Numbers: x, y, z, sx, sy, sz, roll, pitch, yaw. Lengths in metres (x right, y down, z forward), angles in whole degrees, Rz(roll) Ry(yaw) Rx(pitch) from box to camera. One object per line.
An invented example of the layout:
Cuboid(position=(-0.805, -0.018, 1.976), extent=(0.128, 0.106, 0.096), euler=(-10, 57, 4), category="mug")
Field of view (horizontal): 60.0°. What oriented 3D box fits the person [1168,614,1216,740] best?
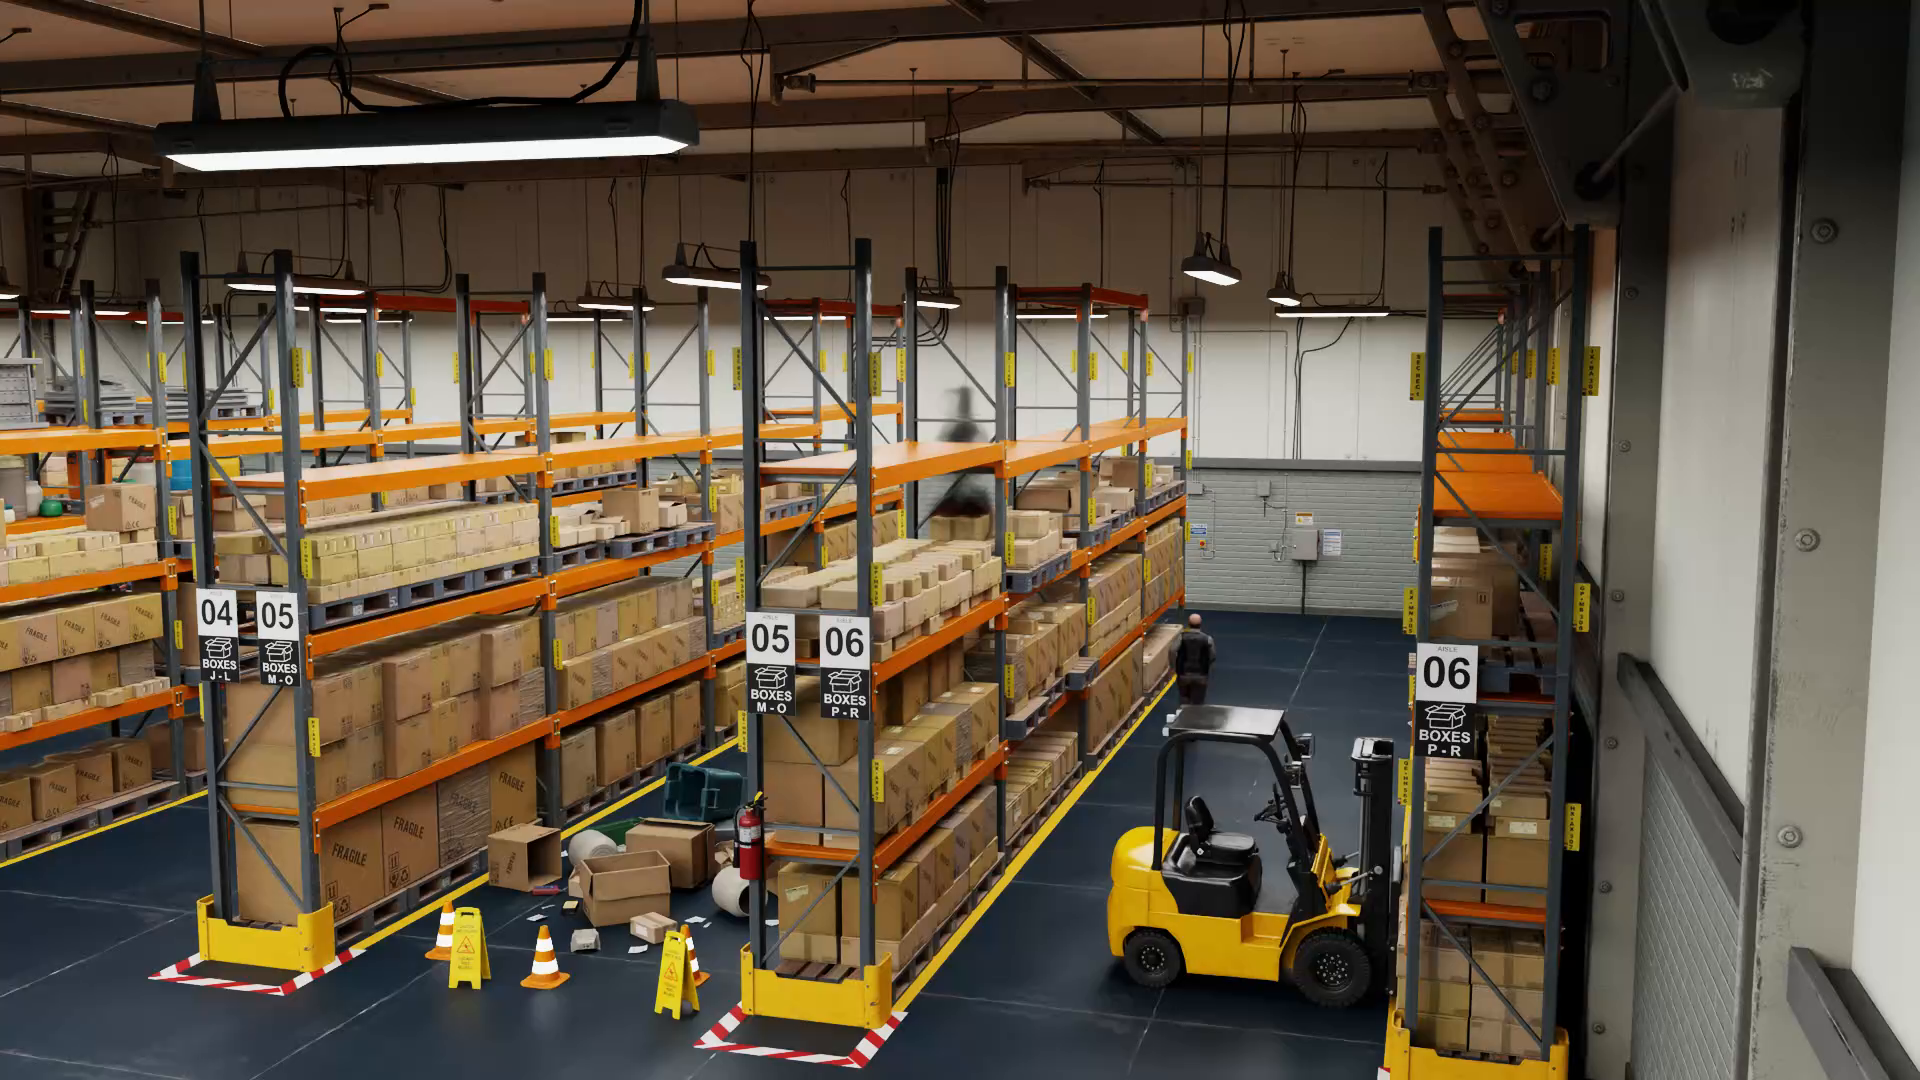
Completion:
Cuboid(position=(3.130, 1.827, 22.441), extent=(0.640, 1.663, 0.662), euler=(1, 6, 9), category="person")
